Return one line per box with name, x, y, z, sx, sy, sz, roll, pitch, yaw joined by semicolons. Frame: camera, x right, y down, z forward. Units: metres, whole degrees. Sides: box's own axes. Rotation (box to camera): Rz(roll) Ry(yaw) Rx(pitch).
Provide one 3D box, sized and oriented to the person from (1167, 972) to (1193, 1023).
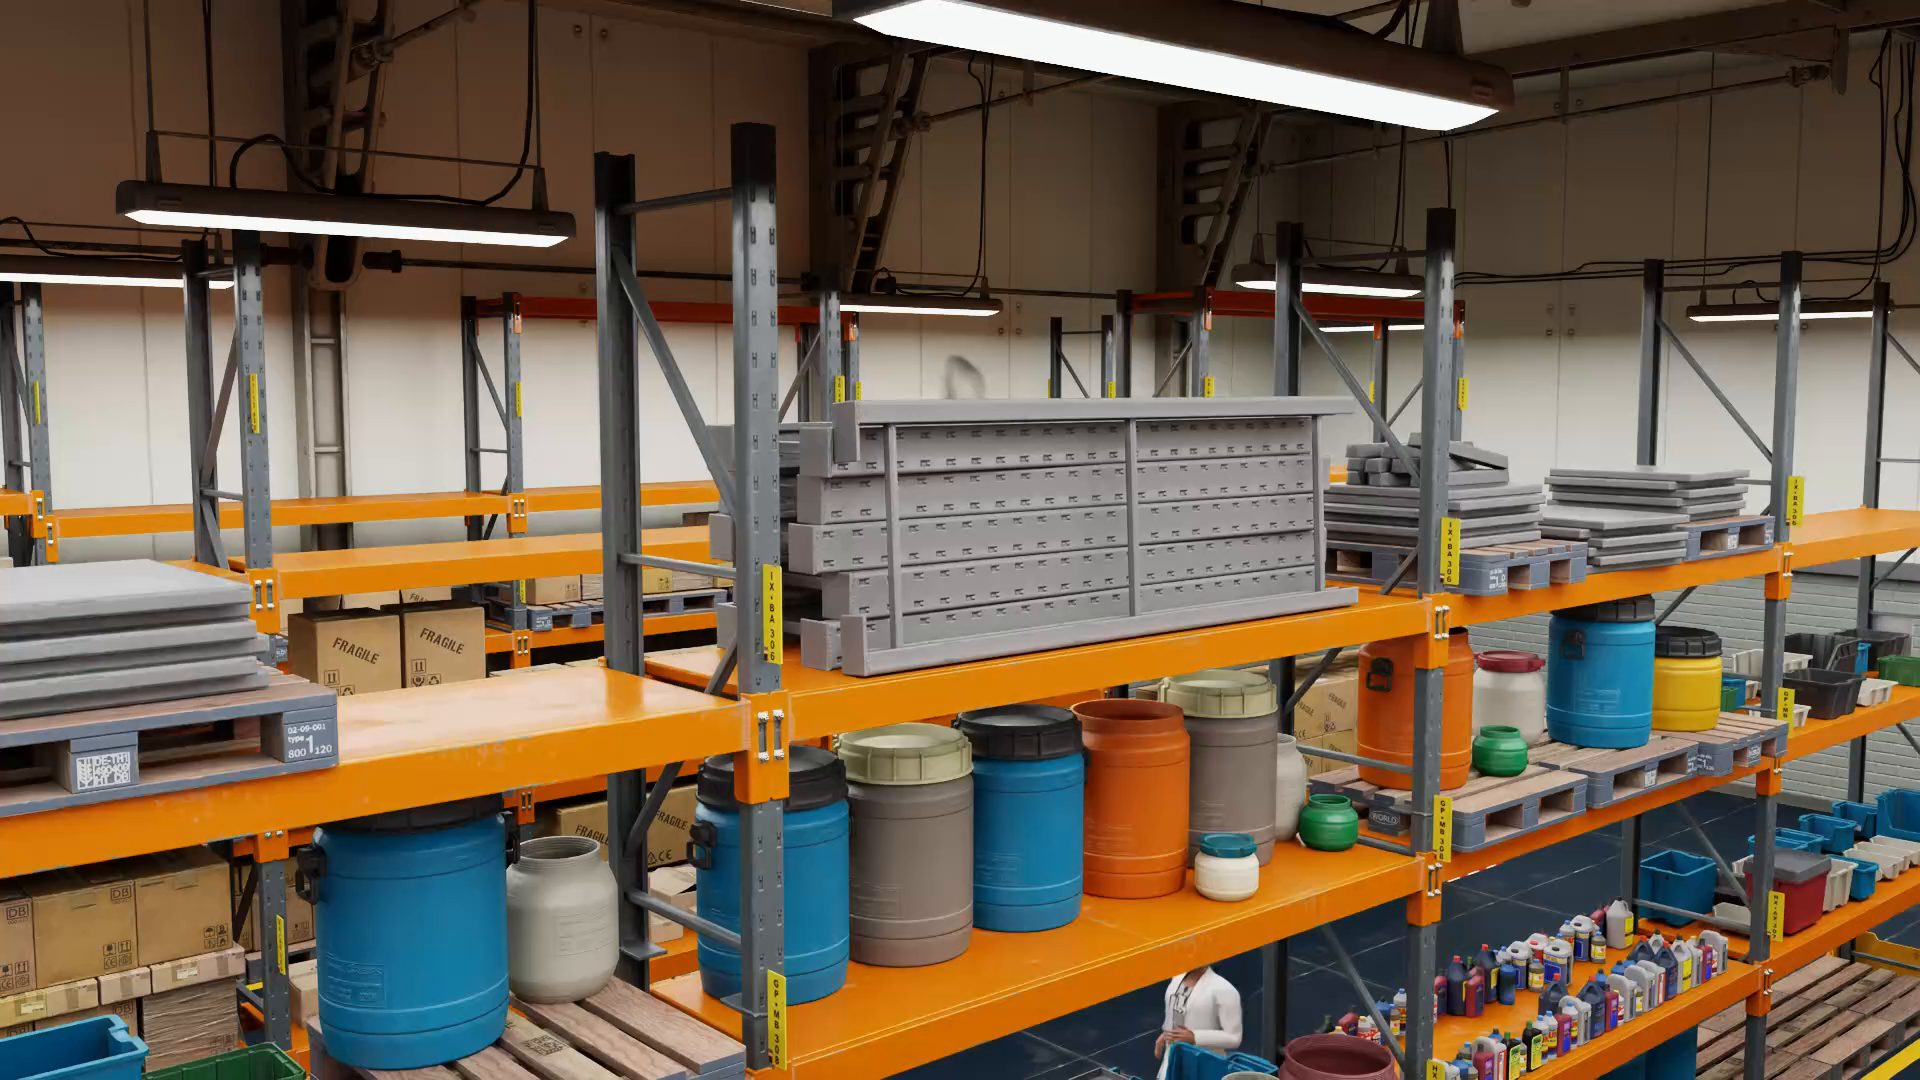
person;1.464;3.423;10.284;0.875;1.586;0.261;-5;8;-44
